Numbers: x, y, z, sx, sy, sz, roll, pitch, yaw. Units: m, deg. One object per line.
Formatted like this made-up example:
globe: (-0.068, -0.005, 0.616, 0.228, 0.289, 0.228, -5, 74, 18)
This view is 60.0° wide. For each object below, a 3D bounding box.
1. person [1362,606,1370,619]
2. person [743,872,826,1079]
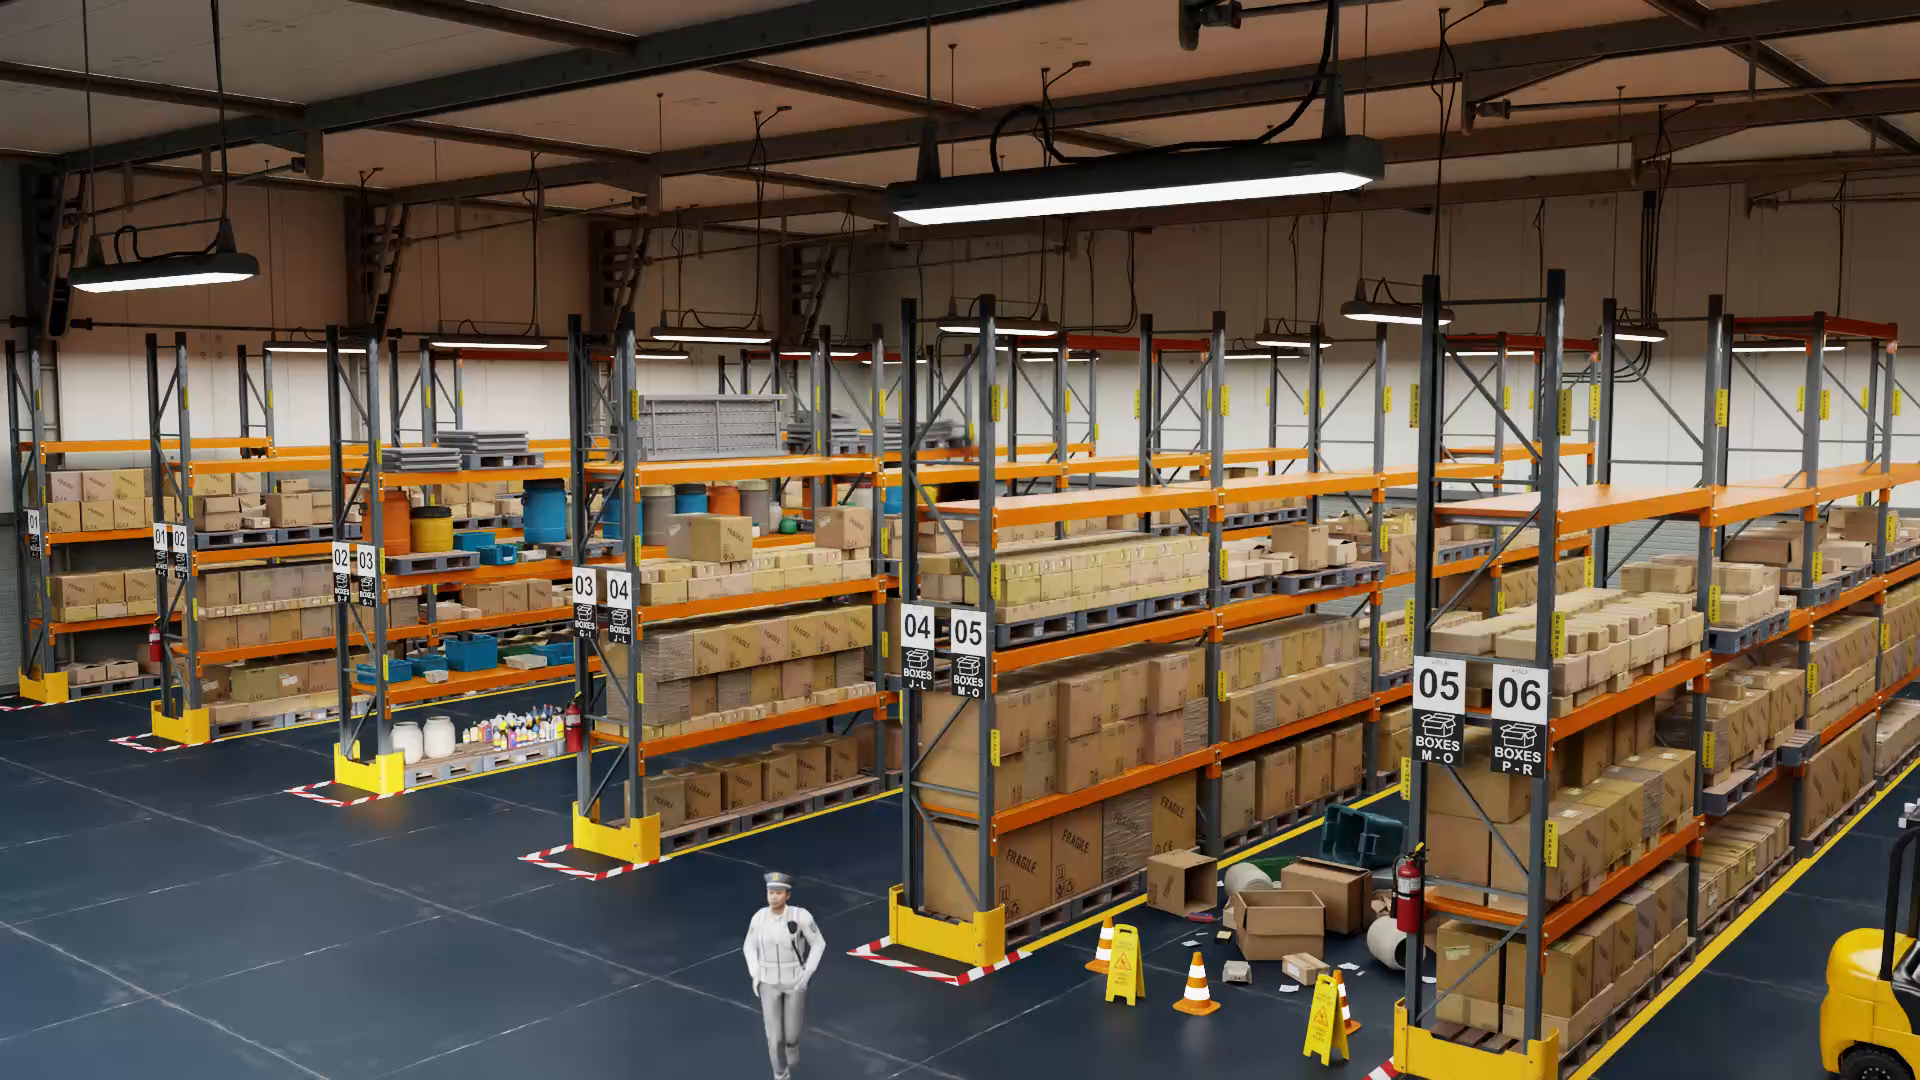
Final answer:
person: (6.530, 1.928, 26.200, 0.663, 1.819, 0.912, 5, 7, 42)
person: (-1.298, 3.245, 12.269, 0.616, 1.675, 0.561, 0, 5, 4)
